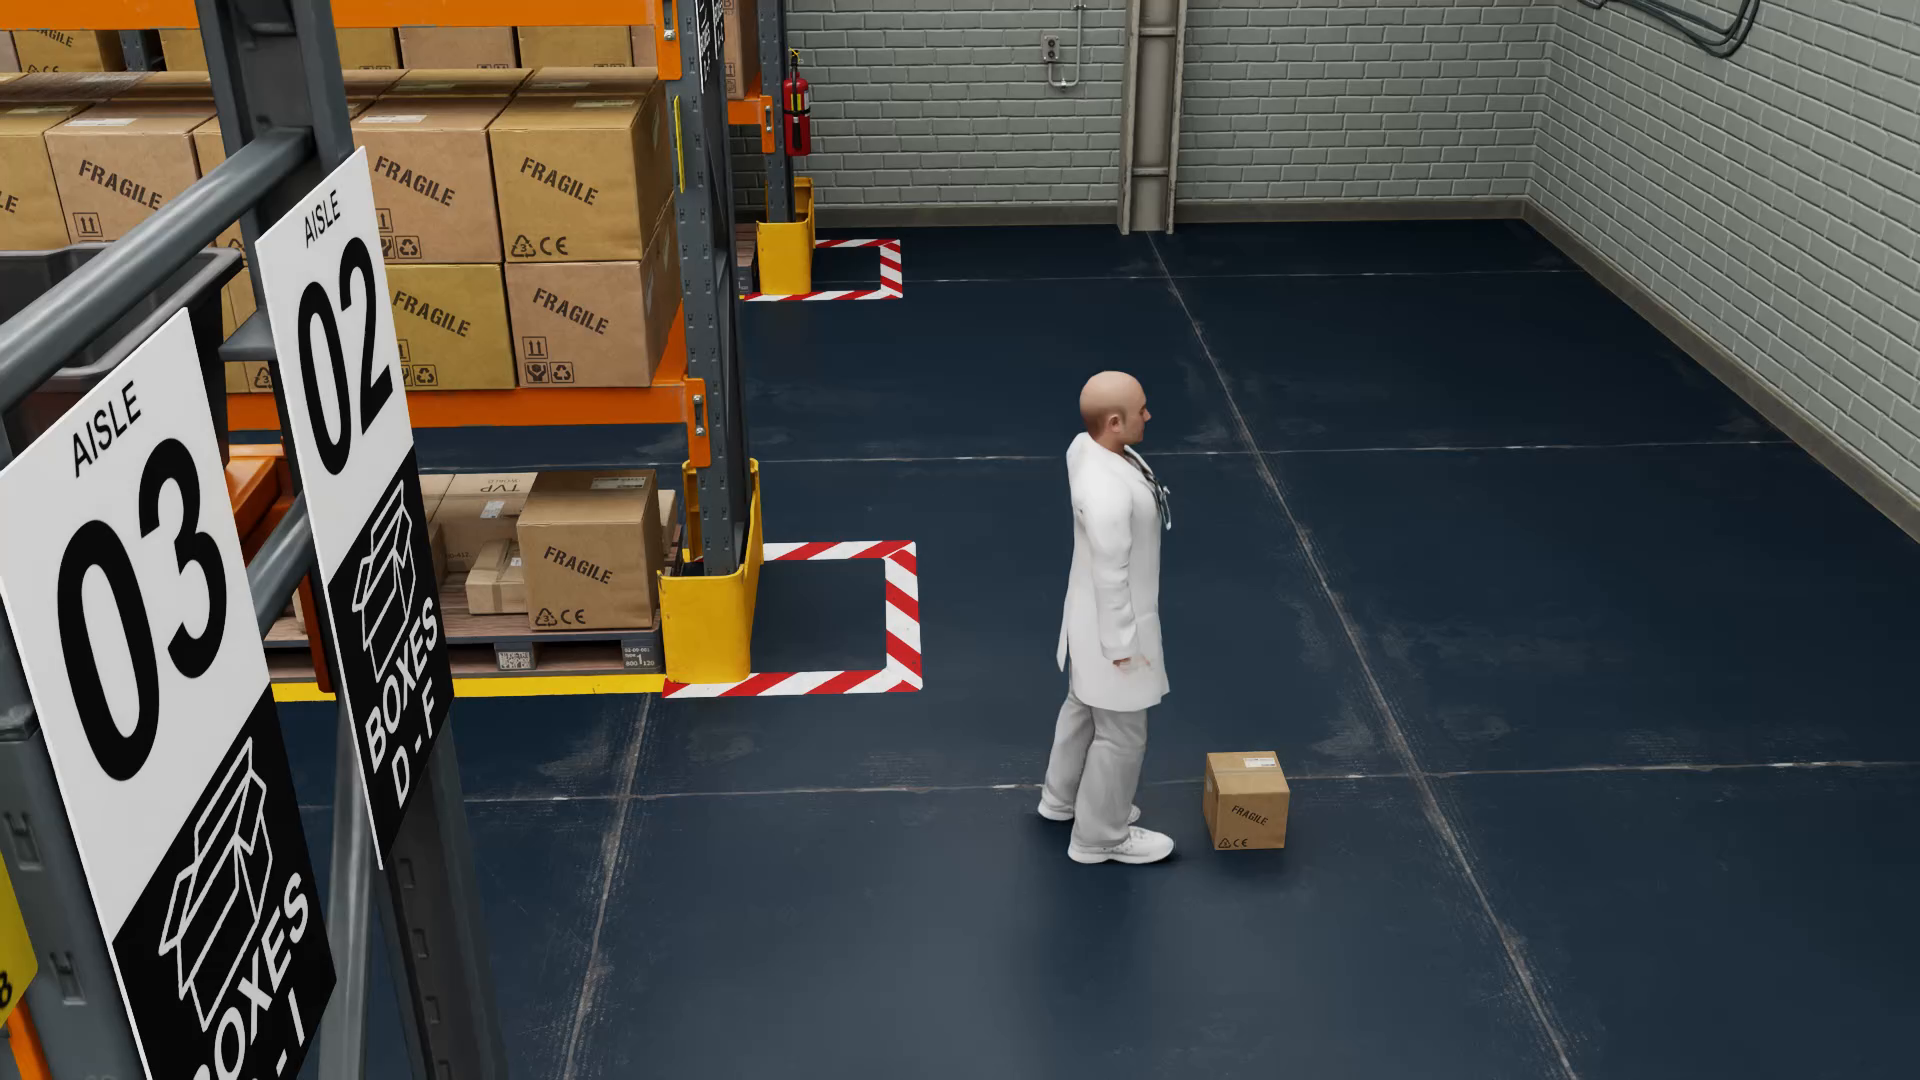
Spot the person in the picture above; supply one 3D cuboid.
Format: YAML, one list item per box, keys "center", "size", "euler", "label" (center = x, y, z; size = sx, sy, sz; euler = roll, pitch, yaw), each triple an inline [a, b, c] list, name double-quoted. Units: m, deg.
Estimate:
- center: [0.520, 0.274, 5.621]
  size: [0.465, 1.795, 0.565]
  euler: [-1, 27, -2]
  label: "person"
